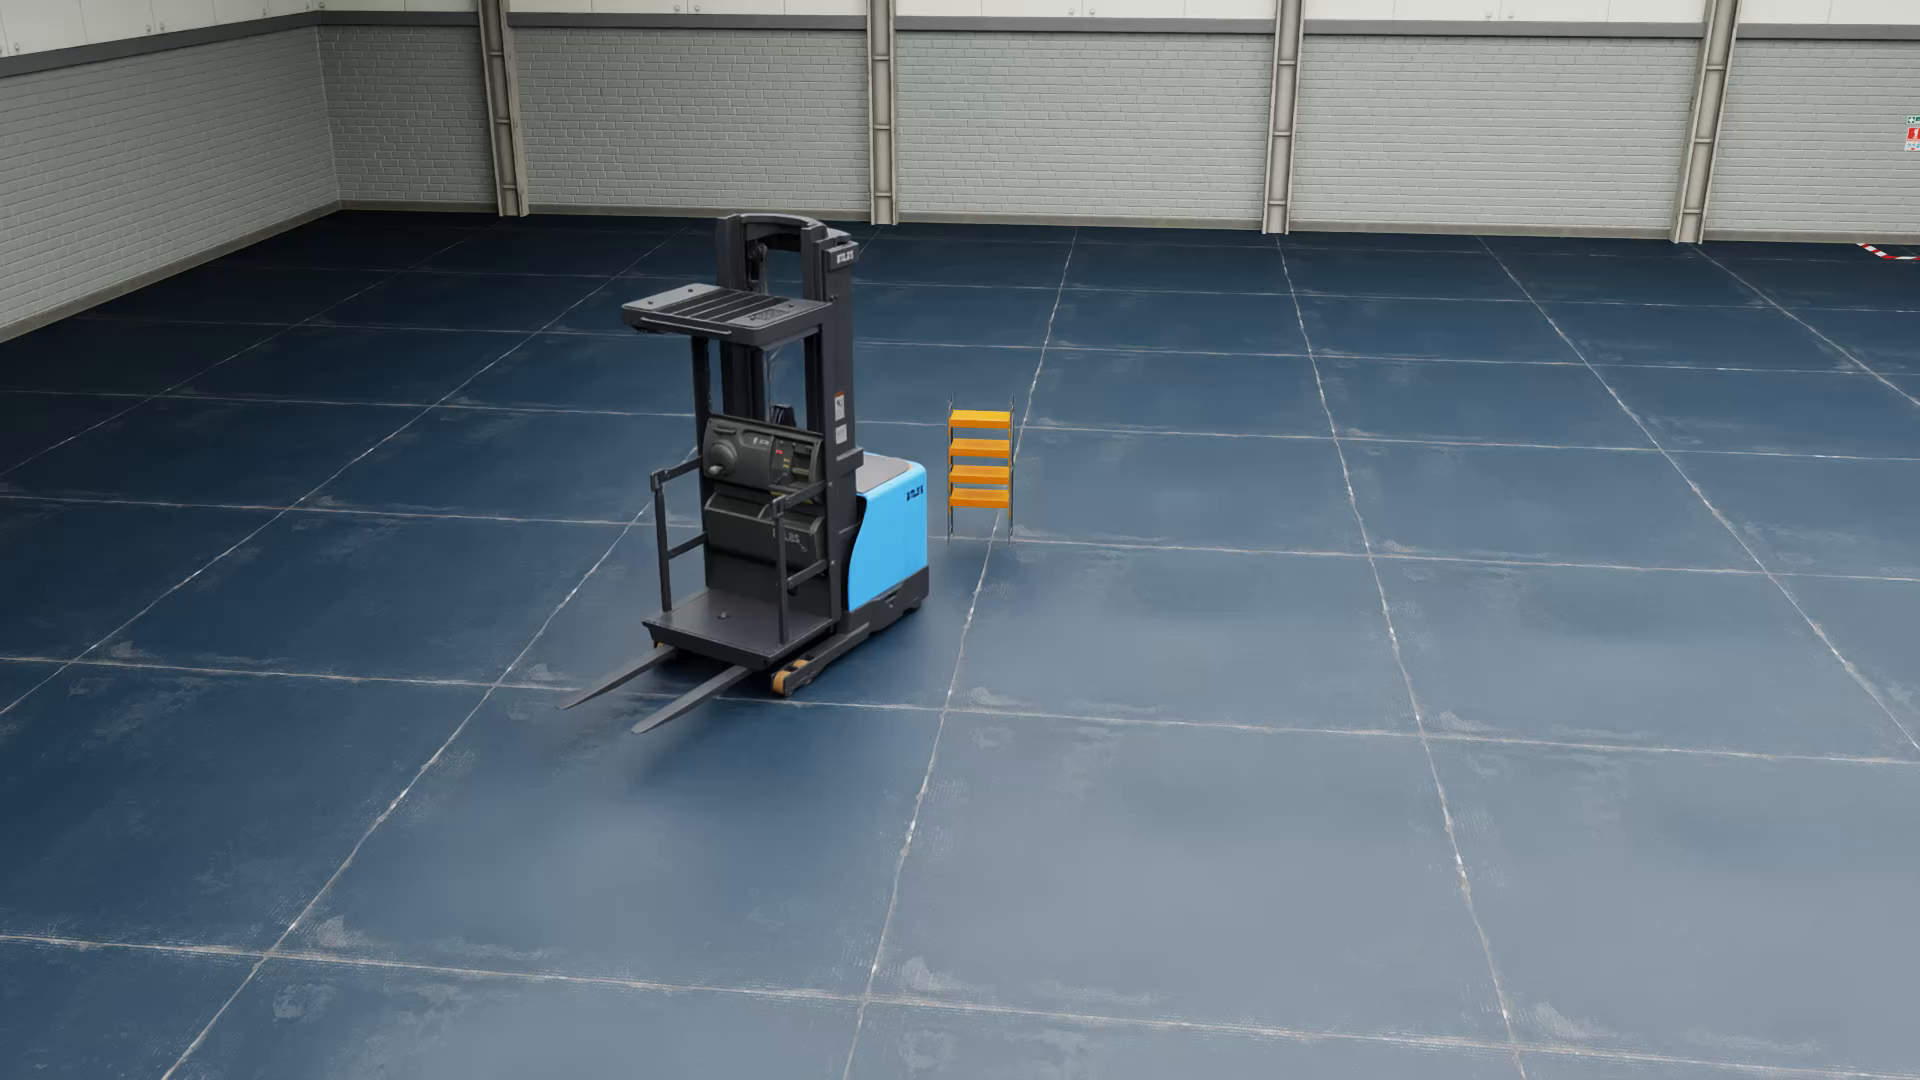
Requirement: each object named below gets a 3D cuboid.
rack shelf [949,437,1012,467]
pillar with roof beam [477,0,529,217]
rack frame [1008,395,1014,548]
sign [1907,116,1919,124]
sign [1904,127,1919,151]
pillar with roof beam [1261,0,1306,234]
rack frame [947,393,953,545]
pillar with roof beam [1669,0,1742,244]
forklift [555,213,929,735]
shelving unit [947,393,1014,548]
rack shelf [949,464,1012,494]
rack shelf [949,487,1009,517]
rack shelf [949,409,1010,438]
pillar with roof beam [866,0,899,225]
[{"bbox_3d":[0.164,-0.696,13.144,0.480,0.148,0.258,2,22,6],"label":"rack shelf"},{"bbox_3d":[-7.636,-7.819,20.976,0.400,9.000,9.100,2,22,6],"label":"pillar with roof beam"},{"bbox_3d":[0.407,-0.540,13.174,0.015,1.200,0.240,2,22,6],"label":"rack frame"},{"bbox_3d":[13.721,-6.004,23.777,0.331,0.109,0.001,2,22,6],"label":"sign"},{"bbox_3d":[13.717,-5.761,23.883,0.234,0.329,0.001,2,22,6],"label":"sign"},{"bbox_3d":[4.281,-7.299,19.663,0.400,9.000,9.100,2,22,6],"label":"pillar with roof beam"},{"bbox_3d":[-0.078,-0.561,13.228,0.015,1.200,0.240,2,22,6],"label":"rack frame"},{"bbox_3d":[10.239,-7.040,19.007,0.400,9.000,9.100,2,22,6],"label":"pillar with roof beam"},{"bbox_3d":[-1.423,-0.539,10.816,1.130,2.935,3.031,13,25,29],"label":"forklift"},{"bbox_3d":[0.164,-0.551,13.201,0.503,1.200,0.258,2,22,6],"label":"shelving unit"},{"bbox_3d":[0.164,-0.488,13.226,0.480,0.148,0.258,2,22,6],"label":"rack shelf"},{"bbox_3d":[0.164,-0.304,13.299,0.480,0.148,0.258,2,22,6],"label":"rack shelf"},{"bbox_3d":[0.164,-0.916,13.057,0.480,0.148,0.258,2,22,6],"label":"rack shelf"},{"bbox_3d":[-1.678,-7.559,20.320,0.400,9.000,9.100,2,22,6],"label":"pillar with roof beam"}]
